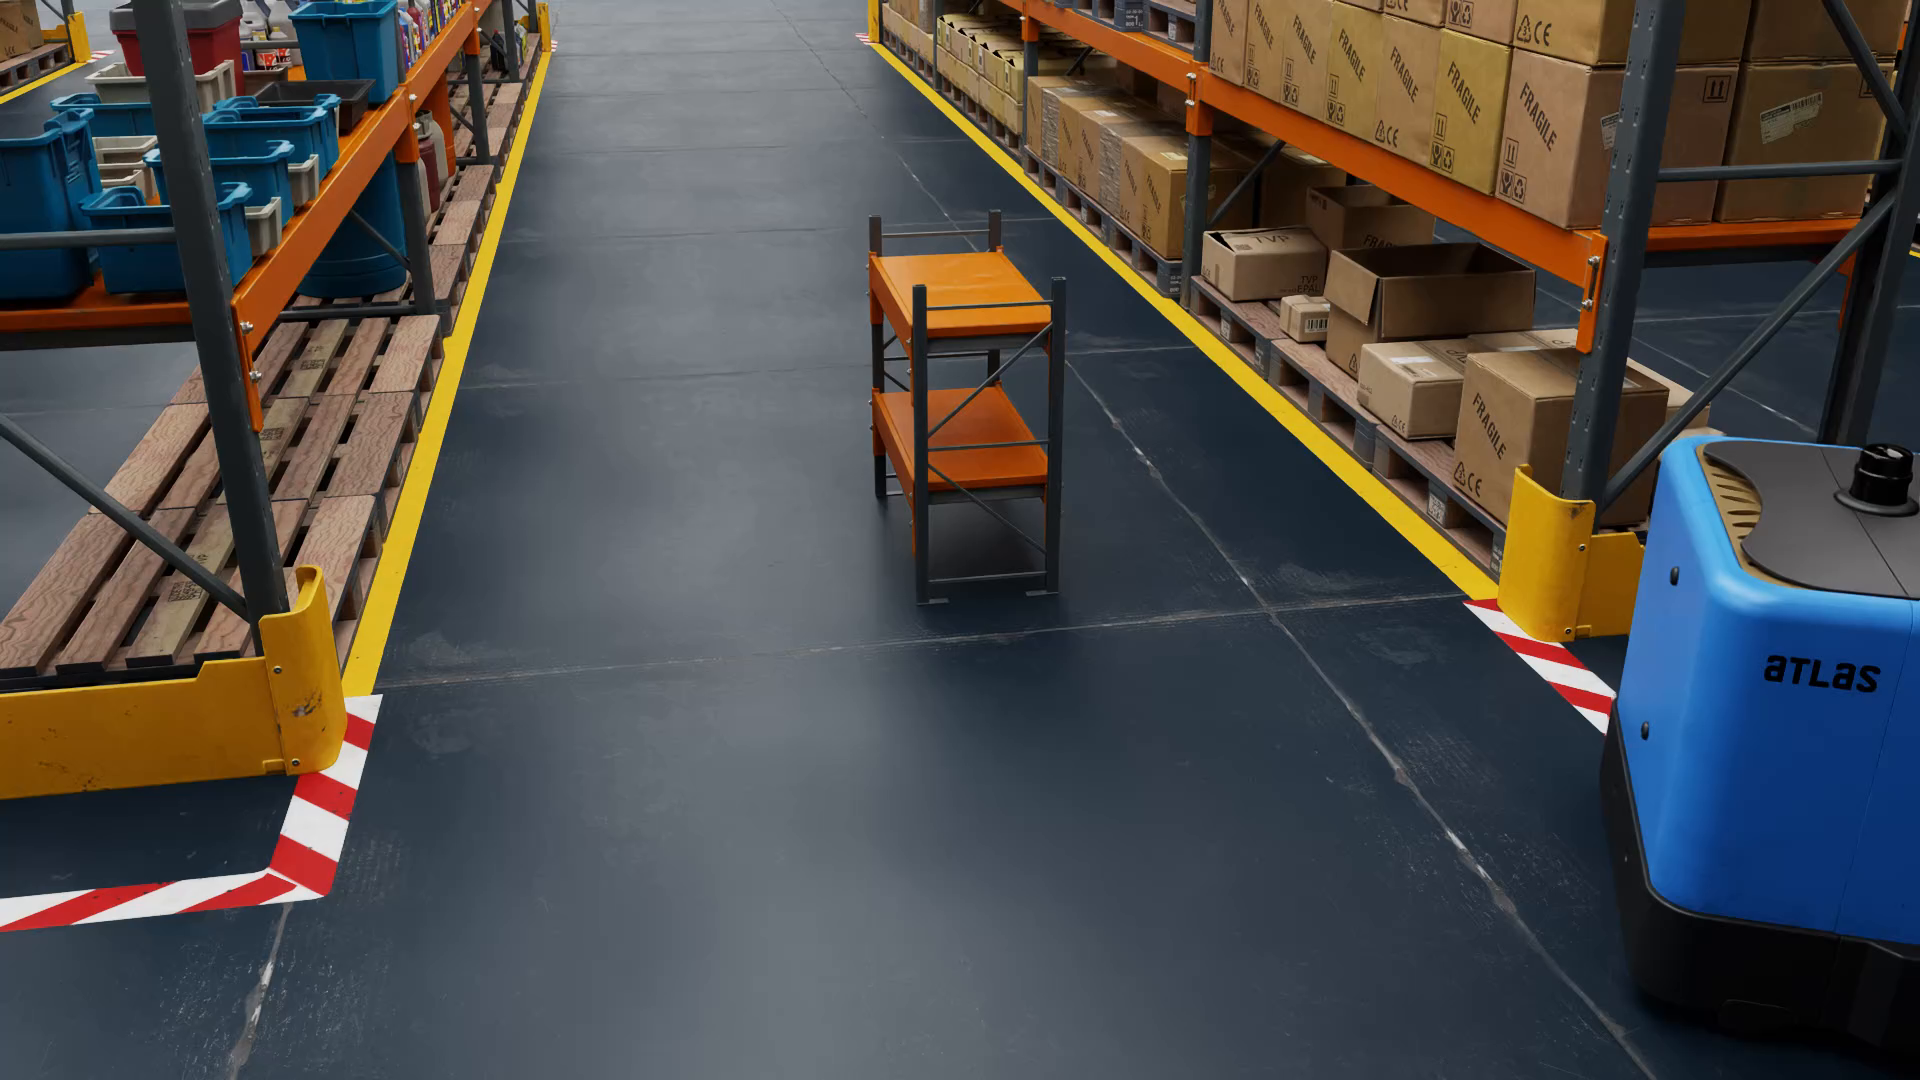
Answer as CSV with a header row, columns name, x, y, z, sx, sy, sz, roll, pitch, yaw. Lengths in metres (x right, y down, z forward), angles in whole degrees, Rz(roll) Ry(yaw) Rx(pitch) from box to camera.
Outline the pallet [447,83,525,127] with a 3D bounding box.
name,x,y,z,sx,sy,sz,roll,pitch,yaw
pallet,-4.445,-3.884,14.878,1.003,0.211,1.213,-4,24,-10

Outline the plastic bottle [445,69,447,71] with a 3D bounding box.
name,x,y,z,sx,sy,sz,roll,pitch,yaw
plastic bottle,-5.031,-4.687,15.994,0.144,0.351,0.185,-5,24,-11

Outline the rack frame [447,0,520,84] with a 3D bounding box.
name,x,y,z,sx,sy,sz,roll,pitch,yaw
rack frame,-4.629,-5.467,15.021,1.000,3.000,0.127,-4,24,-10

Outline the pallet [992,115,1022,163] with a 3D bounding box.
name,x,y,z,sx,sy,sz,roll,pitch,yaw
pallet,0.866,-3.308,13.561,1.003,0.211,1.213,-4,24,-10

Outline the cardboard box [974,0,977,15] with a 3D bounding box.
name,x,y,z,sx,sy,sz,roll,pitch,yaw
cardboard box,0.362,-5.510,17.093,0.500,0.500,0.500,-4,24,-10

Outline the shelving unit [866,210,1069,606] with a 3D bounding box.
name,x,y,z,sx,sy,sz,roll,pitch,yaw
shelving unit,0.001,-0.513,6.019,0.538,1.125,1.048,-4,24,-10

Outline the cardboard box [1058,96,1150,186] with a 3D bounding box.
name,x,y,z,sx,sy,sz,roll,pitch,yaw
cardboard box,0.973,-2.712,11.285,0.500,0.500,0.500,-5,24,-10

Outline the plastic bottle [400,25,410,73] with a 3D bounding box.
name,x,y,z,sx,sy,sz,roll,pitch,yaw
plastic bottle,-2.823,-2.496,8.362,0.061,0.283,0.133,-4,24,-10

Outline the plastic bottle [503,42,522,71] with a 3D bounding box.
name,x,y,z,sx,sy,sz,roll,pitch,yaw
plastic bottle,-4.344,-4.704,16.126,0.152,0.276,0.135,-3,24,-8

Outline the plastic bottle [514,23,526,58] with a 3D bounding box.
name,x,y,z,sx,sy,sz,roll,pitch,yaw
plastic bottle,-4.484,-5.045,16.813,0.144,0.351,0.185,-4,24,-10

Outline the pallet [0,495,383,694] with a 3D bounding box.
name,x,y,z,sx,sy,sz,roll,pitch,yaw
pallet,-2.524,0.203,5.521,1.003,0.211,1.213,-4,24,-10

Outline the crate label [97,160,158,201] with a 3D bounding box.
name,x,y,z,sx,sy,sz,roll,pitch,yaw
crate label,-2.853,-1.184,5.468,0.396,0.136,0.243,-4,24,-10

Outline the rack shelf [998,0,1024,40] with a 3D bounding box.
name,x,y,z,sx,sy,sz,roll,pitch,yaw
rack shelf,0.610,-4.716,14.200,1.077,0.370,4.000,-4,24,-10

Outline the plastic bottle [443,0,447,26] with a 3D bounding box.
name,x,y,z,sx,sy,sz,roll,pitch,yaw
plastic bottle,-3.223,-3.270,10.238,0.097,0.201,0.097,0,24,0

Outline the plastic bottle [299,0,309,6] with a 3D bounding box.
name,x,y,z,sx,sy,sz,roll,pitch,yaw
plastic bottle,-3.649,-2.896,9.293,0.097,0.271,0.097,0,24,0

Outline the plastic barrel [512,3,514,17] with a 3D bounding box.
name,x,y,z,sx,sy,sz,roll,pitch,yaw
plastic barrel,-5.172,-5.840,18.457,0.421,0.512,0.421,0,24,0

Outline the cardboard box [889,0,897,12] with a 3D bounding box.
name,x,y,z,sx,sy,sz,roll,pitch,yaw
cardboard box,-0.525,-6.258,18.805,0.500,0.500,0.500,-4,24,-10

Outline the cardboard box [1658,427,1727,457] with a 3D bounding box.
name,x,y,z,sx,sy,sz,roll,pitch,yaw
cardboard box,2.673,-0.304,6.189,0.380,0.166,0.250,-4,24,-10

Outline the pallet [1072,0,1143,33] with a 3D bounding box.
name,x,y,z,sx,sy,sz,roll,pitch,yaw
pallet,1.344,-3.407,10.542,1.003,0.211,1.213,-4,24,-10

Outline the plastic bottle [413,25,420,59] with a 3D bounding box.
name,x,y,z,sx,sy,sz,roll,pitch,yaw
plastic bottle,-2.941,-2.670,8.863,0.097,0.201,0.097,0,24,0

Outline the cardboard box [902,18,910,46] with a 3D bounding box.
name,x,y,z,sx,sy,sz,roll,pitch,yaw
cardboard box,-0.343,-5.521,18.054,0.500,0.250,0.500,-4,24,-10

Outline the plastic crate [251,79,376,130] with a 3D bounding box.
name,x,y,z,sx,sy,sz,roll,pitch,yaw
plastic crate,-2.678,-1.802,6.896,0.437,0.125,0.590,-4,24,-10

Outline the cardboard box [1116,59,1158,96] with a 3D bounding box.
name,x,y,z,sx,sy,sz,roll,pitch,yaw
cardboard box,1.398,-3.287,11.664,0.500,0.250,0.500,-3,24,-8

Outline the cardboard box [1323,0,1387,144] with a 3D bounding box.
name,x,y,z,sx,sy,sz,roll,pitch,yaw
cardboard box,1.829,-1.913,6.757,0.500,0.500,0.500,-5,24,-10

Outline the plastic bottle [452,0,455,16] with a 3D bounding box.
name,x,y,z,sx,sy,sz,roll,pitch,yaw
plastic bottle,-3.331,-3.500,10.764,0.097,0.201,0.097,0,24,0

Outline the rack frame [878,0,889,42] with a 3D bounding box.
name,x,y,z,sx,sy,sz,roll,pitch,yaw
rack frame,-0.500,-7.406,19.459,1.000,3.000,0.127,-4,24,-10

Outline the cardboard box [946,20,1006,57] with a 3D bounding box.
name,x,y,z,sx,sy,sz,roll,pitch,yaw
cardboard box,0.159,-4.644,15.345,0.500,0.311,0.500,-5,24,-10

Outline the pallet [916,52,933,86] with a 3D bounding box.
name,x,y,z,sx,sy,sz,roll,pitch,yaw
pallet,0.134,-4.871,17.138,1.003,0.211,1.213,-4,24,-10

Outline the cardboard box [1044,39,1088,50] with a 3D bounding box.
name,x,y,z,sx,sy,sz,roll,pitch,yaw
cardboard box,0.974,-4.083,14.061,0.500,0.311,0.500,-5,24,-11

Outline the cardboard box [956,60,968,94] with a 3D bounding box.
name,x,y,z,sx,sy,sz,roll,pitch,yaw
cardboard box,0.263,-4.183,14.991,0.500,0.250,0.500,-5,24,-11

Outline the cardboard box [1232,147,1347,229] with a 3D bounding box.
name,x,y,z,sx,sy,sz,roll,pitch,yaw
cardboard box,1.869,-1.950,9.541,0.500,0.500,0.500,-5,24,-12

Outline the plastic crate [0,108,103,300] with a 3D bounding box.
name,x,y,z,sx,sy,sz,roll,pitch,yaw
plastic crate,-2.655,-0.909,4.464,0.616,0.435,0.499,-4,24,-10

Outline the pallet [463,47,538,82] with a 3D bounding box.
name,x,y,z,sx,sy,sz,roll,pitch,yaw
pallet,-4.941,-4.938,17.292,1.003,0.211,1.213,-4,24,-10

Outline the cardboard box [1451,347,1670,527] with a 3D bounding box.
name,x,y,z,sx,sy,sz,roll,pitch,yaw
cardboard box,2.116,-0.364,5.910,0.500,0.500,0.500,-4,24,-10

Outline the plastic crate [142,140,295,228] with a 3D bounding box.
name,x,y,z,sx,sy,sz,roll,pitch,yaw
plastic crate,-2.254,-1.079,5.106,0.416,0.233,0.300,-4,24,-10

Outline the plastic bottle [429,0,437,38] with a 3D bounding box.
name,x,y,z,sx,sy,sz,roll,pitch,yaw
plastic bottle,-3.136,-3.104,9.670,0.144,0.351,0.185,-4,24,-10

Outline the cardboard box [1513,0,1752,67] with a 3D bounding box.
name,x,y,z,sx,sy,sz,roll,pitch,yaw
cardboard box,2.106,-1.771,5.184,0.500,0.500,0.500,-5,24,-10

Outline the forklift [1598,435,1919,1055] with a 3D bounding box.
name,x,y,z,sx,sy,sz,roll,pitch,yaw
forklift,3.104,-0.297,3.268,3.031,2.935,1.130,6,24,14

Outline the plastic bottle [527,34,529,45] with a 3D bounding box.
name,x,y,z,sx,sy,sz,roll,pitch,yaw
plastic bottle,-4.598,-5.270,17.516,0.097,0.201,0.097,0,24,0

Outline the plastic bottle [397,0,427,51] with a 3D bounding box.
name,x,y,z,sx,sy,sz,roll,pitch,yaw
plastic bottle,-3.032,-2.838,9.156,0.152,0.276,0.135,-4,24,-10

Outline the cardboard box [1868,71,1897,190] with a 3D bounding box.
name,x,y,z,sx,sy,sz,roll,pitch,yaw
cardboard box,6.339,-2.507,10.404,0.750,0.750,0.750,-4,24,-9

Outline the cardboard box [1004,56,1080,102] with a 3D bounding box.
name,x,y,z,sx,sy,sz,roll,pitch,yaw
cardboard box,0.641,-3.636,13.038,0.500,0.311,0.500,-4,24,-8

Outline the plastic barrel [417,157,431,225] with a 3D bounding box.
name,x,y,z,sx,sy,sz,roll,pitch,yaw
plastic barrel,-3.381,-2.096,9.884,0.421,0.512,0.421,0,24,0

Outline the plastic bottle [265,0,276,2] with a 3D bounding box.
name,x,y,z,sx,sy,sz,roll,pitch,yaw
plastic bottle,-3.726,-2.790,9.045,0.152,0.276,0.135,-4,24,-10

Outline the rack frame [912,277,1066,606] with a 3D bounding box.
name,x,y,z,sx,sy,sz,roll,pitch,yaw
rack frame,0.095,-0.313,5.561,0.500,1.125,0.032,-4,24,-10

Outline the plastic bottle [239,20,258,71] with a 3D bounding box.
name,x,y,z,sx,sy,sz,roll,pitch,yaw
plastic bottle,-3.540,-2.395,8.141,0.152,0.276,0.135,-4,24,-10

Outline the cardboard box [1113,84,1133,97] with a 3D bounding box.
name,x,y,z,sx,sy,sz,roll,pitch,yaw
cardboard box,1.383,-2.965,11.864,0.500,0.500,0.500,-3,24,-8

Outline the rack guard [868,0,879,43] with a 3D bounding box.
name,x,y,z,sx,sy,sz,roll,pitch,yaw
rack guard,-0.504,-6.270,19.981,1.175,0.500,0.348,-4,24,-10
